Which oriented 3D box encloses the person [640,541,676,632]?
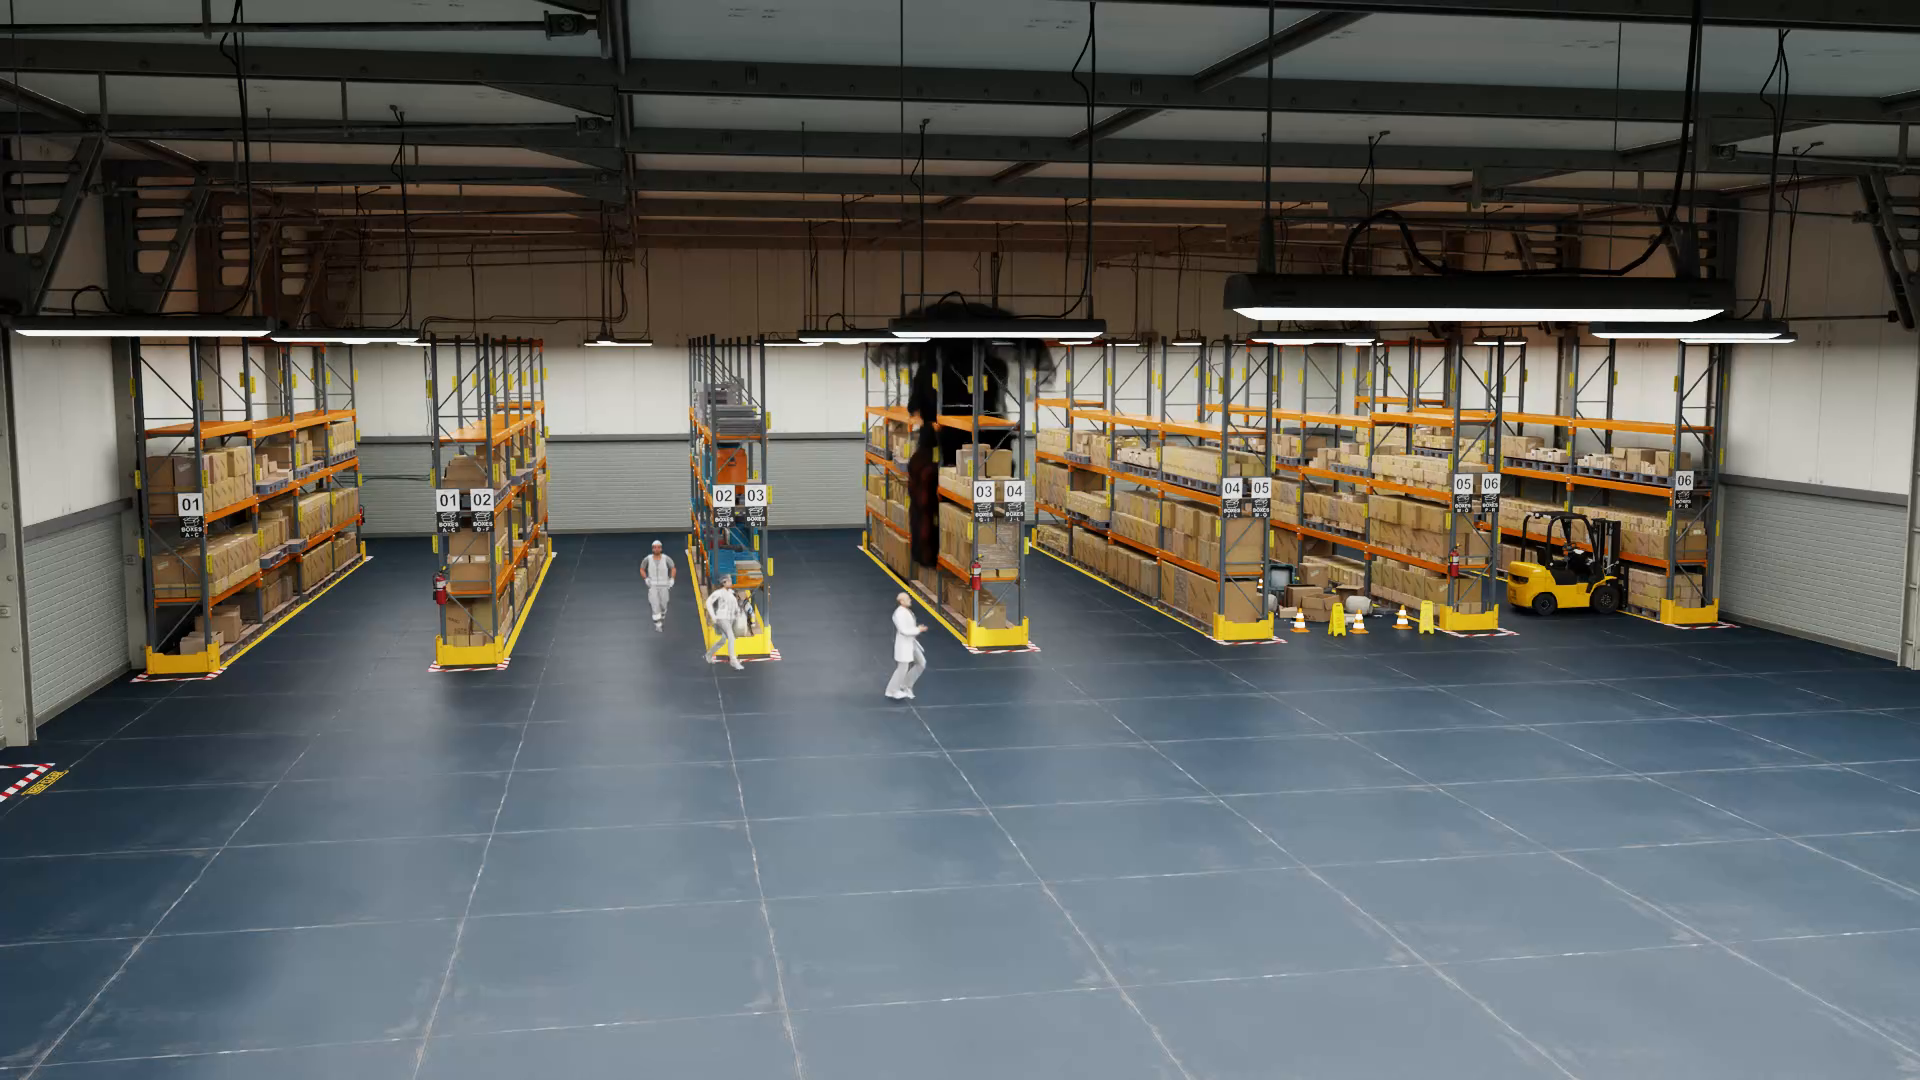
[{"bbox_3d":[-5.843,0.884,32.189,0.686,1.764,0.563,-1,7,-12],"label":"person"}]

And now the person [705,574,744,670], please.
[{"bbox_3d":[-4.199,1.452,29.982,0.886,1.689,0.616,4,8,31],"label":"person"}]

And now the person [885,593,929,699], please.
[{"bbox_3d":[-0.871,1.742,27.172,0.740,1.788,0.684,2,7,17],"label":"person"}]
